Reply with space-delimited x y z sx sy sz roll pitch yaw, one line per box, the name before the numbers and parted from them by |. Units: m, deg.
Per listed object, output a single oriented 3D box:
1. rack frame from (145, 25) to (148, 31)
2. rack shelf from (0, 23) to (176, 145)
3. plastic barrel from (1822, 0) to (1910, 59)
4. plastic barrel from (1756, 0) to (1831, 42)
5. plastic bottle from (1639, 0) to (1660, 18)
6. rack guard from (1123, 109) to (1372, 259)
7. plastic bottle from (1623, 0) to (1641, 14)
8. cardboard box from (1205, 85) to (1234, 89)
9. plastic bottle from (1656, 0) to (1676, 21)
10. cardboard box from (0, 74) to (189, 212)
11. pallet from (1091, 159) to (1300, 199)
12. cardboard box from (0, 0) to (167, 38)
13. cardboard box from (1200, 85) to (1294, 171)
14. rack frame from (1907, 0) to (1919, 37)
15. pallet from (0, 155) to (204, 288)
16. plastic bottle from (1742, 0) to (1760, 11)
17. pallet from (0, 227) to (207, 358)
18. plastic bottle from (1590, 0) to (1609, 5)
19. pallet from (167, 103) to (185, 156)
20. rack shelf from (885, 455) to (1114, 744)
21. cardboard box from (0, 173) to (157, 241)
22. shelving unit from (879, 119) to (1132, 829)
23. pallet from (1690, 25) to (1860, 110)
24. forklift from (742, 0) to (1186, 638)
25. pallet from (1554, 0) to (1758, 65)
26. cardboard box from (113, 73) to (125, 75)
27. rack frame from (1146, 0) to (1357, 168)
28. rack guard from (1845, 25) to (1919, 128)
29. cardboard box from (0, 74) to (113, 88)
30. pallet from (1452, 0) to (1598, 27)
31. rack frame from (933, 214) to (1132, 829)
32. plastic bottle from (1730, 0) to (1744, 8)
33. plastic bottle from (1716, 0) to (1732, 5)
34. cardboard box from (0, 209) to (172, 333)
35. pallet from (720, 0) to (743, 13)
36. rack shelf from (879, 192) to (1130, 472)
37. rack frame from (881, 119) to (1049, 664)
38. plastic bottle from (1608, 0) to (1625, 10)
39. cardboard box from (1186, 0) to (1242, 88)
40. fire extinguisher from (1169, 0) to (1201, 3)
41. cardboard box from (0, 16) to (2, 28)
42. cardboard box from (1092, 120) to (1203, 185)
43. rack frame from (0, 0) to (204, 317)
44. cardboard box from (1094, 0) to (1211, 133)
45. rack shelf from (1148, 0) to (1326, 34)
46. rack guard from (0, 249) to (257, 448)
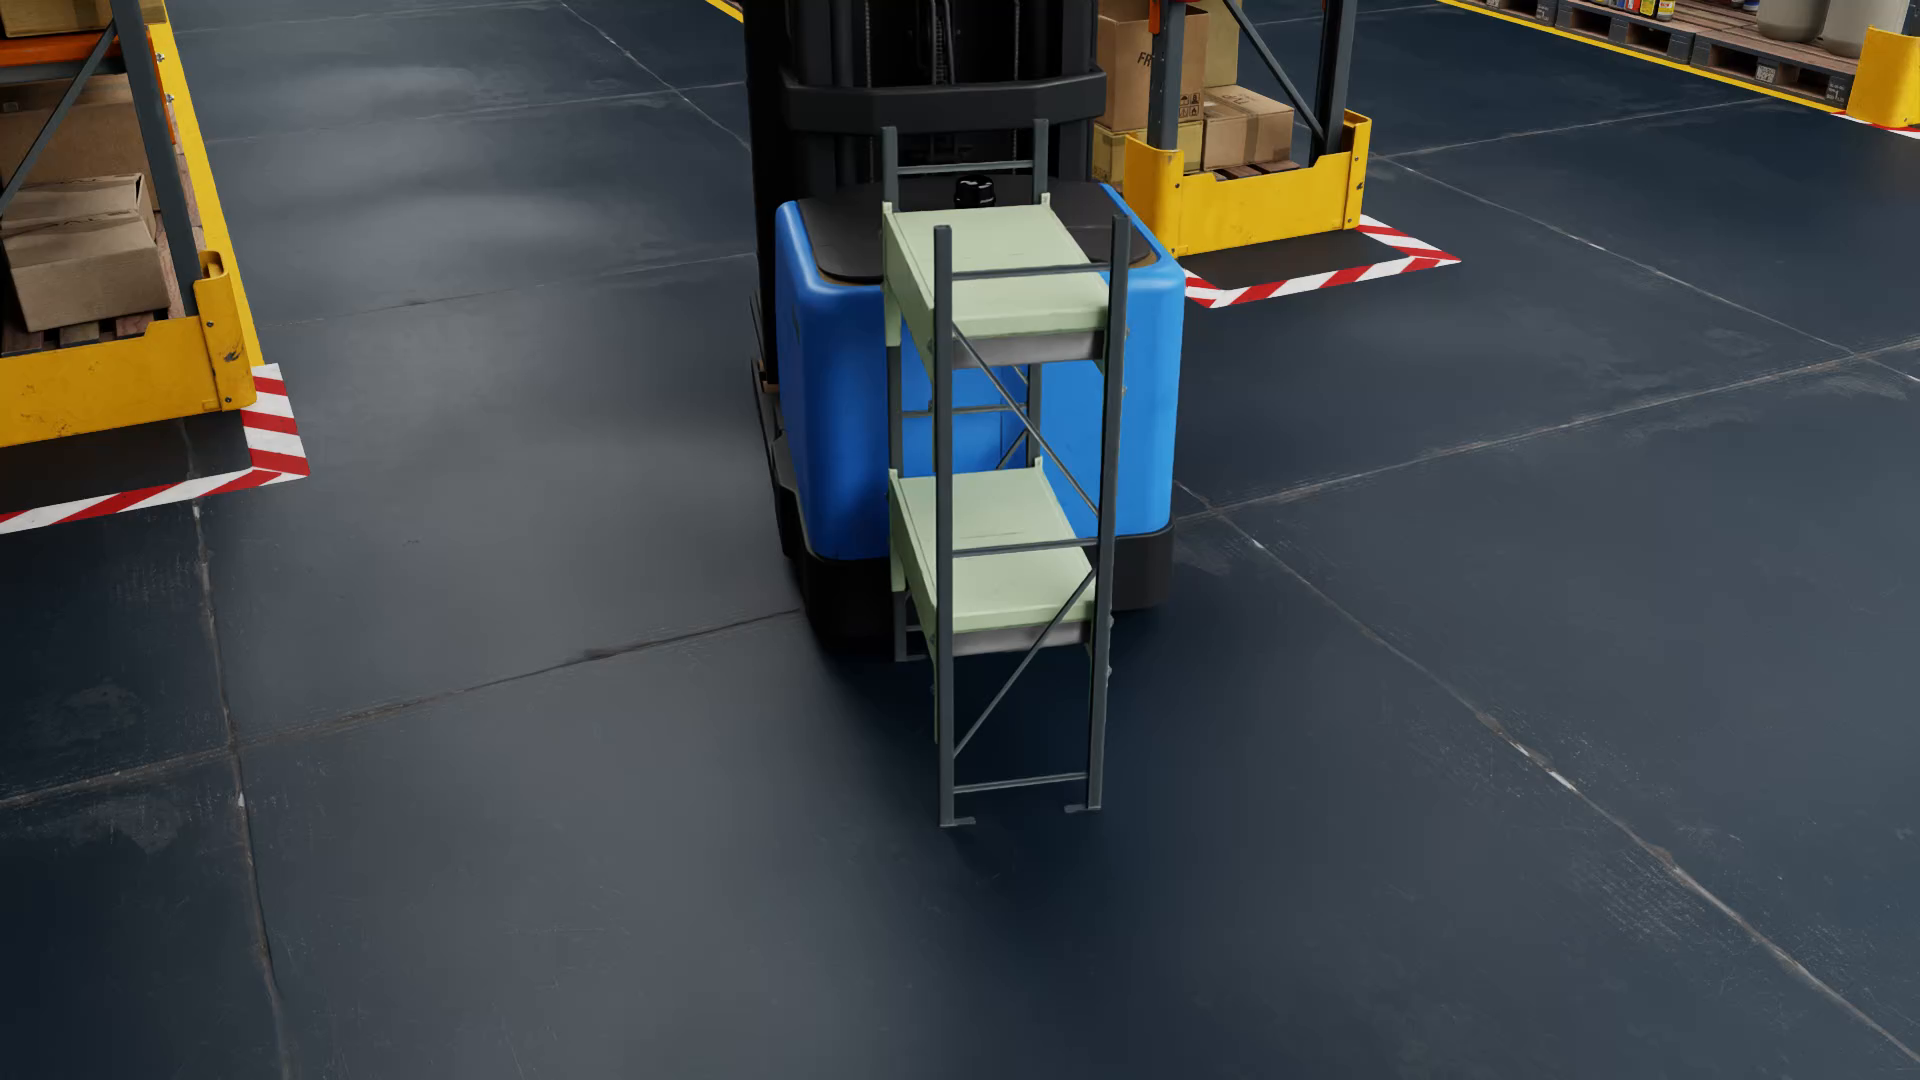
rack frame | -4.875 -3.492 8.410 1.000 3.000 0.127 -13 32 -22
rack shelf | -4.016 -2.295 7.011 1.077 0.370 4.000 -13 32 -22
plastic barrel | 5.438 -3.178 9.964 0.421 0.512 0.421 0 29 0
plastic barrel | 5.223 -3.399 10.359 0.421 0.512 0.421 0 29 0
plastic bottle | 4.539 -3.579 10.893 0.061 0.283 0.133 -12 32 -21
rack guard | 1.325 -1.666 7.710 1.175 0.500 0.348 -13 32 -22
plastic bottle | 4.522 -3.645 11.019 0.152 0.276 0.135 -13 32 -22
cardboard box | 1.067 -2.254 8.585 0.500 0.250 0.500 -13 32 -22
plastic bottle | 4.606 -3.496 10.828 0.097 0.201 0.097 0 29 0
cardboard box | -3.888 -1.737 7.387 0.700 0.500 0.500 -15 33 -25
pallet | 0.949 -1.879 8.386 1.003 0.211 1.213 -13 32 -22
cardboard box | -3.080 -1.950 5.794 0.500 0.250 0.500 -14 32 -23
cardboard box | 1.285 -2.034 8.193 0.500 0.250 0.500 -13 32 -22
rack frame | 5.790 -3.805 8.969 1.000 3.000 0.127 -13 32 -22
pallet | -4.027 -1.447 7.614 1.003 0.211 1.213 -13 32 -22
plastic bottle | 5.293 -3.673 11.074 0.097 0.271 0.097 0 29 0
pallet | -3.507 -0.908 6.654 1.003 0.211 1.213 -13 32 -22
plastic bottle | 4.388 -3.811 11.239 0.144 0.351 0.185 -12 31 -20
pallet | -4.555 -1.986 8.576 1.003 0.211 1.213 -13 32 -22
rack shelf | 0.079 0.128 4.155 0.431 0.370 0.720 -5 30 -9
cardboard box | -3.618 -1.320 6.837 0.500 0.311 0.500 -10 31 -18
shelving unit | 0.079 -0.157 3.996 0.431 1.500 0.755 -5 30 -9
pallet | 5.371 -2.972 10.335 1.003 0.211 1.213 -13 32 -22
forklift | -0.162 -1.710 5.303 1.130 2.935 3.031 -5 30 -9
pallet | 4.851 -3.511 11.295 1.003 0.211 1.213 -13 32 -22
cardboard box | -5.206 -2.915 9.488 0.700 0.500 0.500 -12 31 -20
rack frame | 1.315 -2.767 7.117 1.000 3.000 0.127 -13 32 -22
rack guard | 5.715 -2.738 9.622 1.175 0.500 0.348 -13 32 -22
cardboard box | -4.393 -2.143 8.111 0.500 0.500 0.500 -16 33 -26
pallet | 4.324 -4.050 12.257 1.003 0.211 1.213 -13 32 -22
rack frame | 0.146 0.019 3.682 0.400 1.500 0.023 -5 30 -9
plastic bottle | 5.249 -3.688 11.172 0.097 0.201 0.097 0 29 0
plastic bottle | 5.212 -3.782 11.256 0.061 0.283 0.133 -13 32 -21
cardboard box | -3.373 -1.069 6.388 0.500 0.311 0.500 -17 33 -28
pallet | -1.282 -4.174 12.478 1.003 0.211 1.213 -13 32 -22
rack shelf | 0.079 -0.497 3.805 0.431 0.370 0.720 -5 30 -9
rack frame | 0.013 -0.333 4.310 0.400 1.500 0.023 -5 30 -9
plastic bottle | 4.463 -3.707 11.128 0.152 0.276 0.135 -14 32 -23
cardboard box | 1.069 -2.582 8.402 0.500 0.500 0.500 -13 32 -22
fire extinguisher | 0.946 -2.583 6.869 0.296 0.674 0.183 -13 32 -22
cardboard box | -3.533 -1.834 5.587 0.500 0.250 0.500 -13 32 -21
cardboard box | 0.818 -1.925 7.999 0.500 0.250 0.500 -13 32 -22
rack frame | -3.158 -1.725 5.259 1.000 3.000 0.127 -13 32 -22
cardboard box | 0.816 -2.252 7.814 0.500 0.500 0.500 -13 32 -22
rack shelf | 0.456 -3.336 8.869 1.077 0.370 4.000 -13 32 -22
rack guard | -3.190 -0.668 5.930 1.175 0.500 0.348 -13 32 -22
